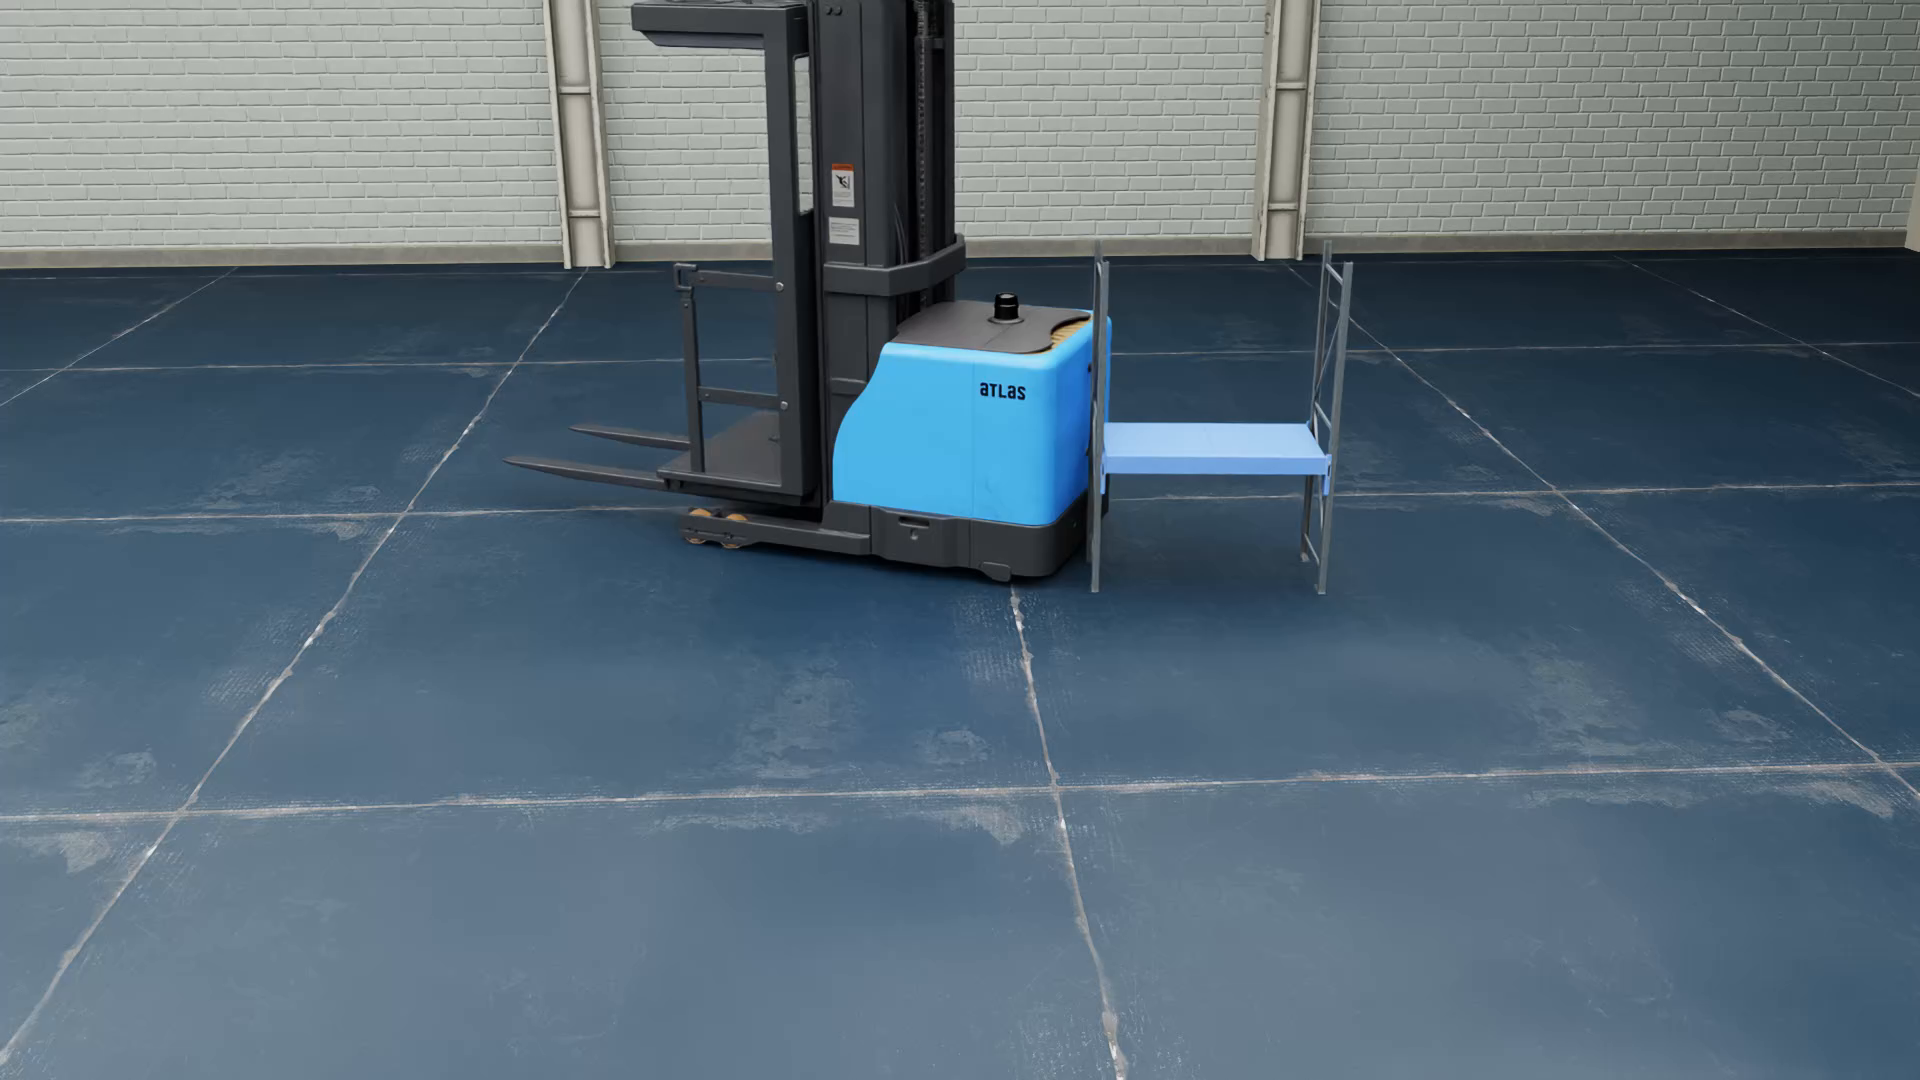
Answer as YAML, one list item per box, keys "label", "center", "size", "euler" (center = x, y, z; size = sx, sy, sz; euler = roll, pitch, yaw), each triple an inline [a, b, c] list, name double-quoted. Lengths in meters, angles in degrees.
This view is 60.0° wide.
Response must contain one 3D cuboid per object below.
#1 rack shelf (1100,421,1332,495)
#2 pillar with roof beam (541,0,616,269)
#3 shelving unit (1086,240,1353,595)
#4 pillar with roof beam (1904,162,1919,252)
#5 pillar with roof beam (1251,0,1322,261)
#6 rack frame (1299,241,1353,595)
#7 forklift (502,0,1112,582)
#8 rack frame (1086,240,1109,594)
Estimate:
- label: "rack shelf"
  center: [1.122, -0.377, 7.509]
  size: [1.000, 0.185, 0.538]
  euler: [0, 21, 1]
- label: "pillar with roof beam"
  center: [-2.949, -5.055, 8.752]
  size: [0.400, 9.000, 9.100]
  euler: [-1, 21, -3]
- label: "shelving unit"
  center: [1.122, -0.545, 7.445]
  size: [1.048, 1.500, 0.538]
  euler: [0, 21, 1]
- label: "pillar with roof beam"
  center: [9.032, -5.299, 9.393]
  size: [0.400, 9.000, 9.100]
  euler: [-1, 21, -3]
- label: "pillar with roof beam"
  center: [3.042, -5.177, 9.072]
  size: [0.400, 9.000, 9.100]
  euler: [-1, 21, -3]
- label: "rack frame"
  center: [1.630, -0.542, 7.436]
  size: [0.032, 1.500, 0.500]
  euler: [0, 21, 1]
- label: "forklift"
  center: [-0.830, -1.491, 7.918]
  size: [3.031, 2.935, 1.130]
  euler: [8, 22, 19]
- label: "rack frame"
  center: [0.613, -0.548, 7.454]
  size: [0.032, 1.500, 0.500]
  euler: [0, 21, 1]
